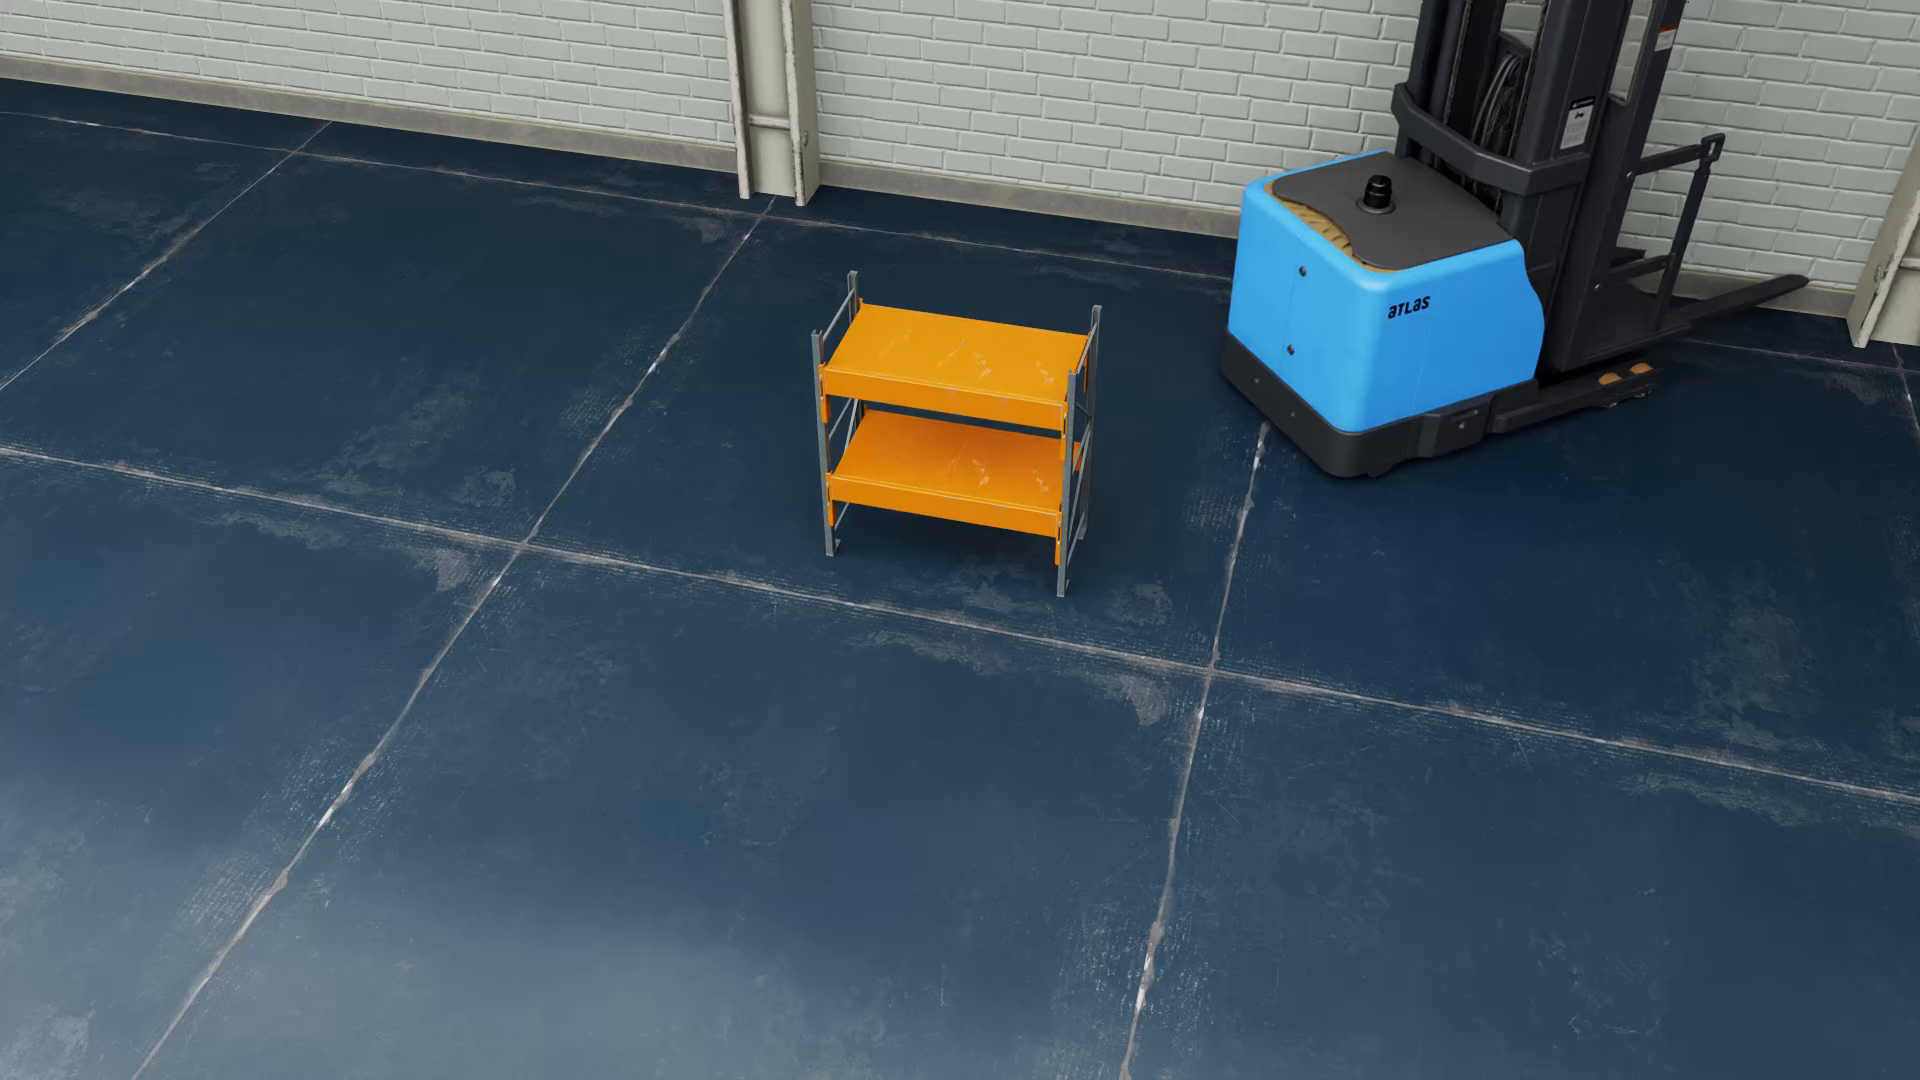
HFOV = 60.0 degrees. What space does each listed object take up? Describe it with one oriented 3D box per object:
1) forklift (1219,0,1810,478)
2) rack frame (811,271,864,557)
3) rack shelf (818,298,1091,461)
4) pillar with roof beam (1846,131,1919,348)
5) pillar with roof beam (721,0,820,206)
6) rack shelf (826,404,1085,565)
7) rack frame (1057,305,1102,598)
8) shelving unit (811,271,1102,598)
[{"bbox_3d":[2.826,-2.049,7.411,3.031,2.935,1.130,-17,43,-19],"label":"forklift"},{"bbox_3d":[-0.498,-0.516,6.990,0.032,1.125,0.500,10,41,11],"label":"rack frame"},{"bbox_3d":[-0.007,-0.656,6.701,1.000,0.278,0.538,10,41,11],"label":"rack shelf"},{"bbox_3d":[3.642,-1.814,2.413,0.400,9.000,9.100,10,41,11],"label":"pillar with roof beam"},{"bbox_3d":[-2.154,-2.812,3.601,0.400,9.000,9.100,10,41,11],"label":"pillar with roof beam"},{"bbox_3d":[-0.007,-0.245,7.047,1.000,0.278,0.538,10,41,11],"label":"rack shelf"},{"bbox_3d":[0.485,-0.347,6.789,0.032,1.125,0.500,10,41,11],"label":"rack frame"},{"bbox_3d":[-0.007,-0.432,6.890,1.048,1.125,0.538,10,41,11],"label":"shelving unit"}]
